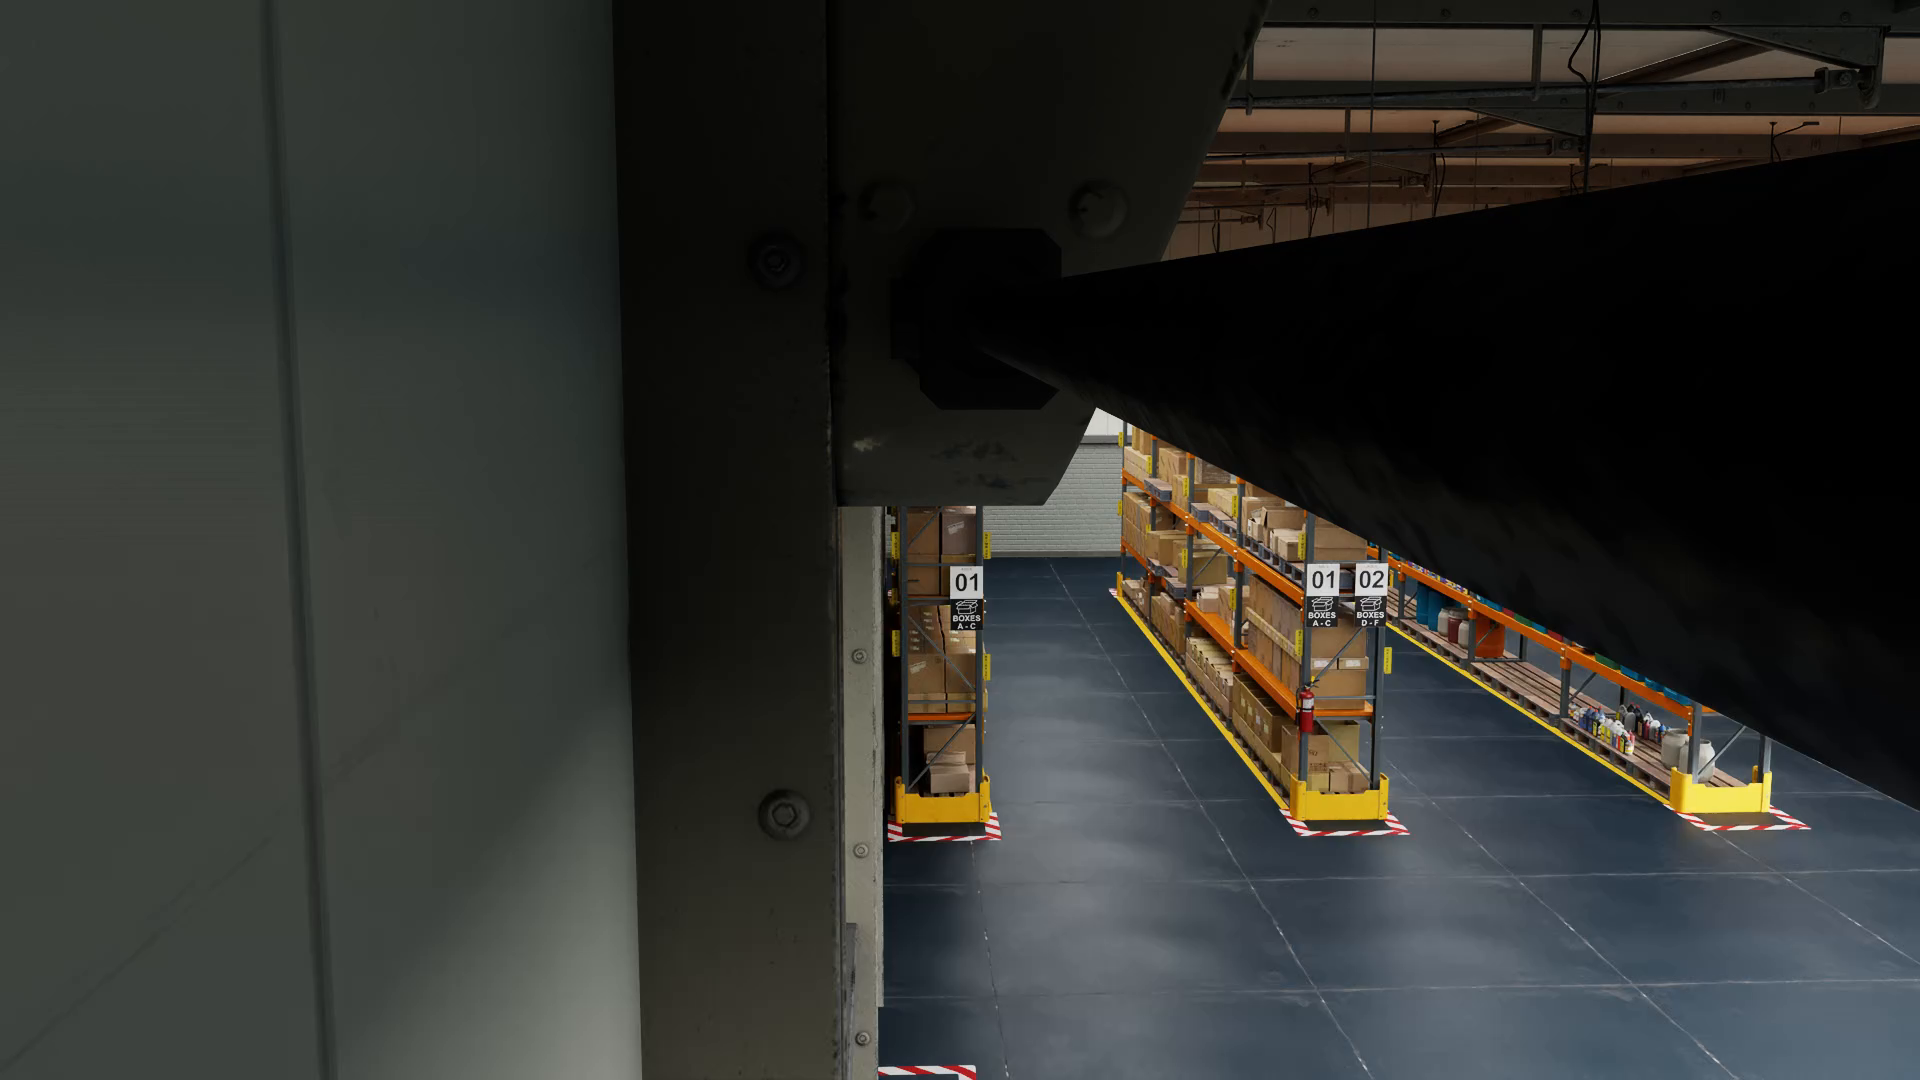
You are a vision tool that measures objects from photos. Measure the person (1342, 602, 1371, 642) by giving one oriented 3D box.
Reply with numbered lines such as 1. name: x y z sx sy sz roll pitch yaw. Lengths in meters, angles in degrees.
1. person: 6.833 1.518 28.484 0.601 1.705 0.796 -1 8 -4
